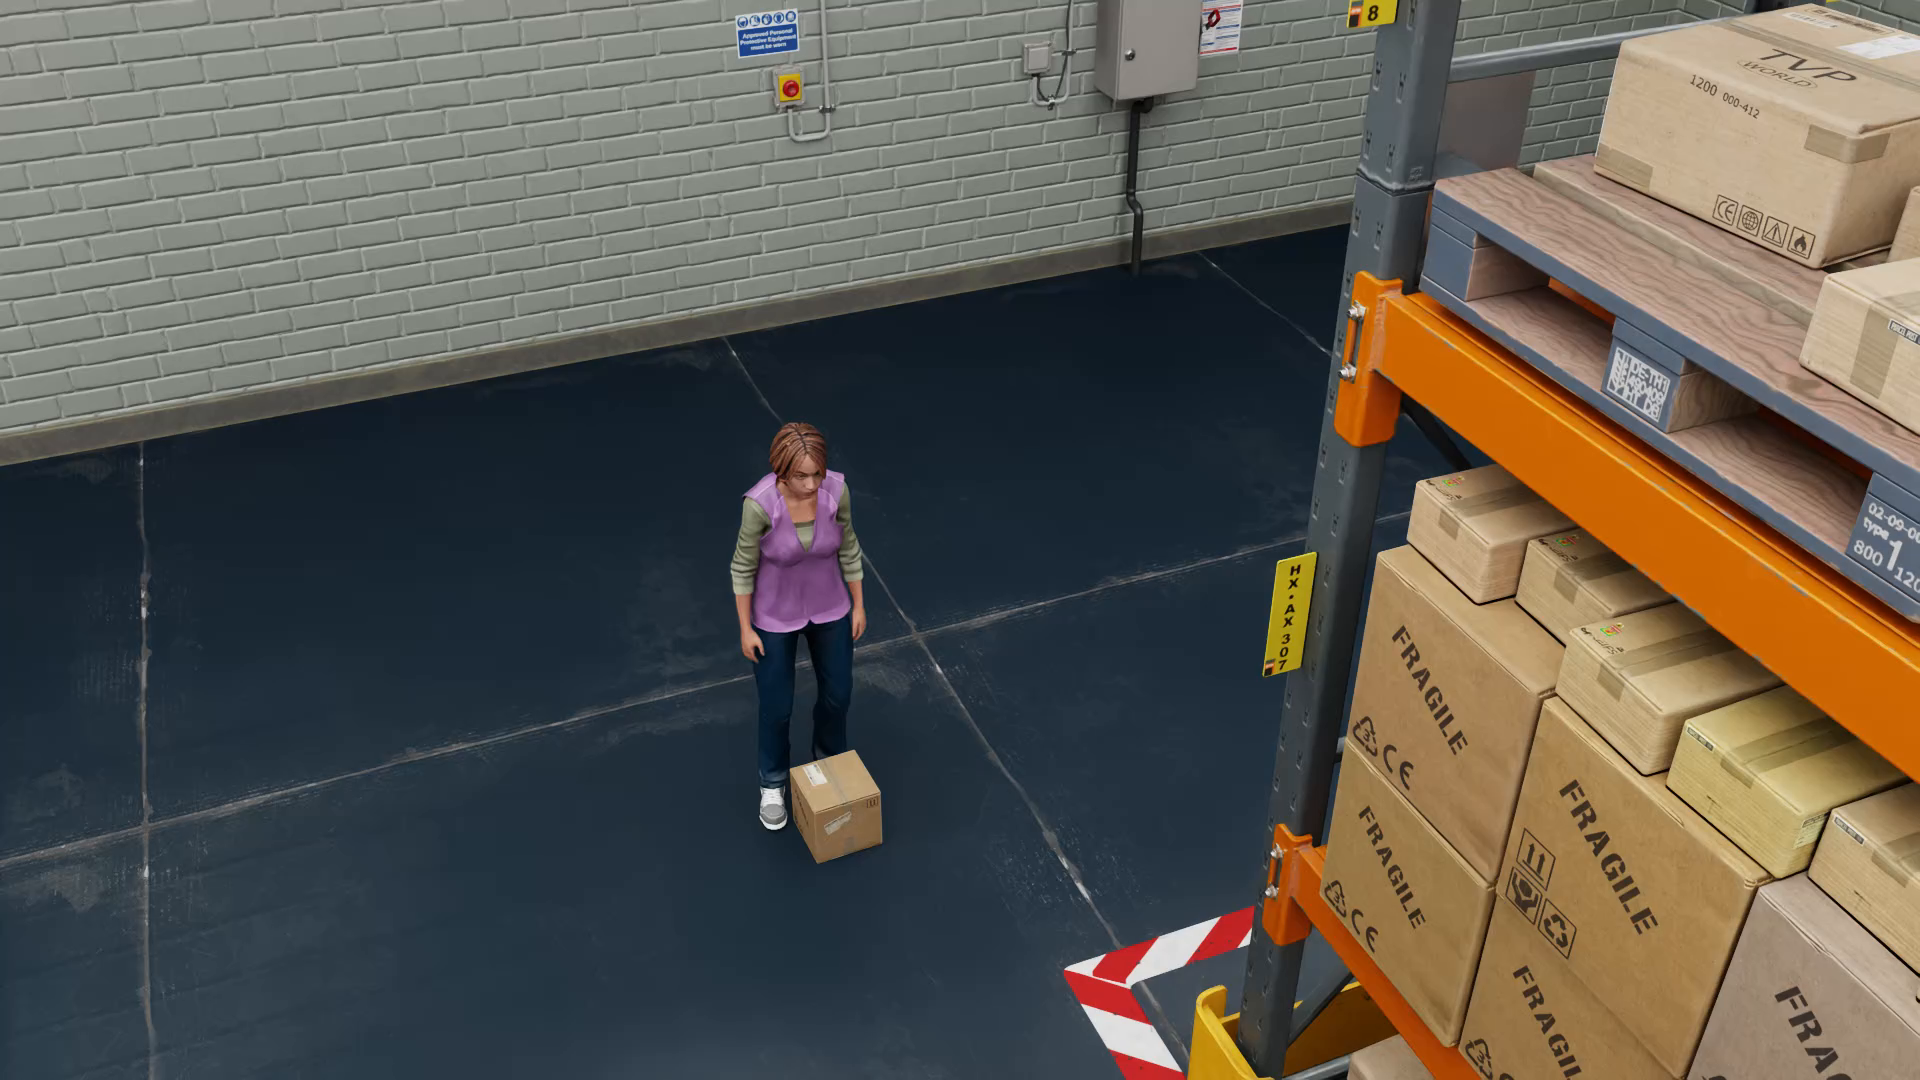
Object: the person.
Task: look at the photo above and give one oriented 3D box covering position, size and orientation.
[{"bbox_3d":[-0.541,0.280,5.737,0.459,1.591,0.369,-13,36,-19],"label":"person"}]
